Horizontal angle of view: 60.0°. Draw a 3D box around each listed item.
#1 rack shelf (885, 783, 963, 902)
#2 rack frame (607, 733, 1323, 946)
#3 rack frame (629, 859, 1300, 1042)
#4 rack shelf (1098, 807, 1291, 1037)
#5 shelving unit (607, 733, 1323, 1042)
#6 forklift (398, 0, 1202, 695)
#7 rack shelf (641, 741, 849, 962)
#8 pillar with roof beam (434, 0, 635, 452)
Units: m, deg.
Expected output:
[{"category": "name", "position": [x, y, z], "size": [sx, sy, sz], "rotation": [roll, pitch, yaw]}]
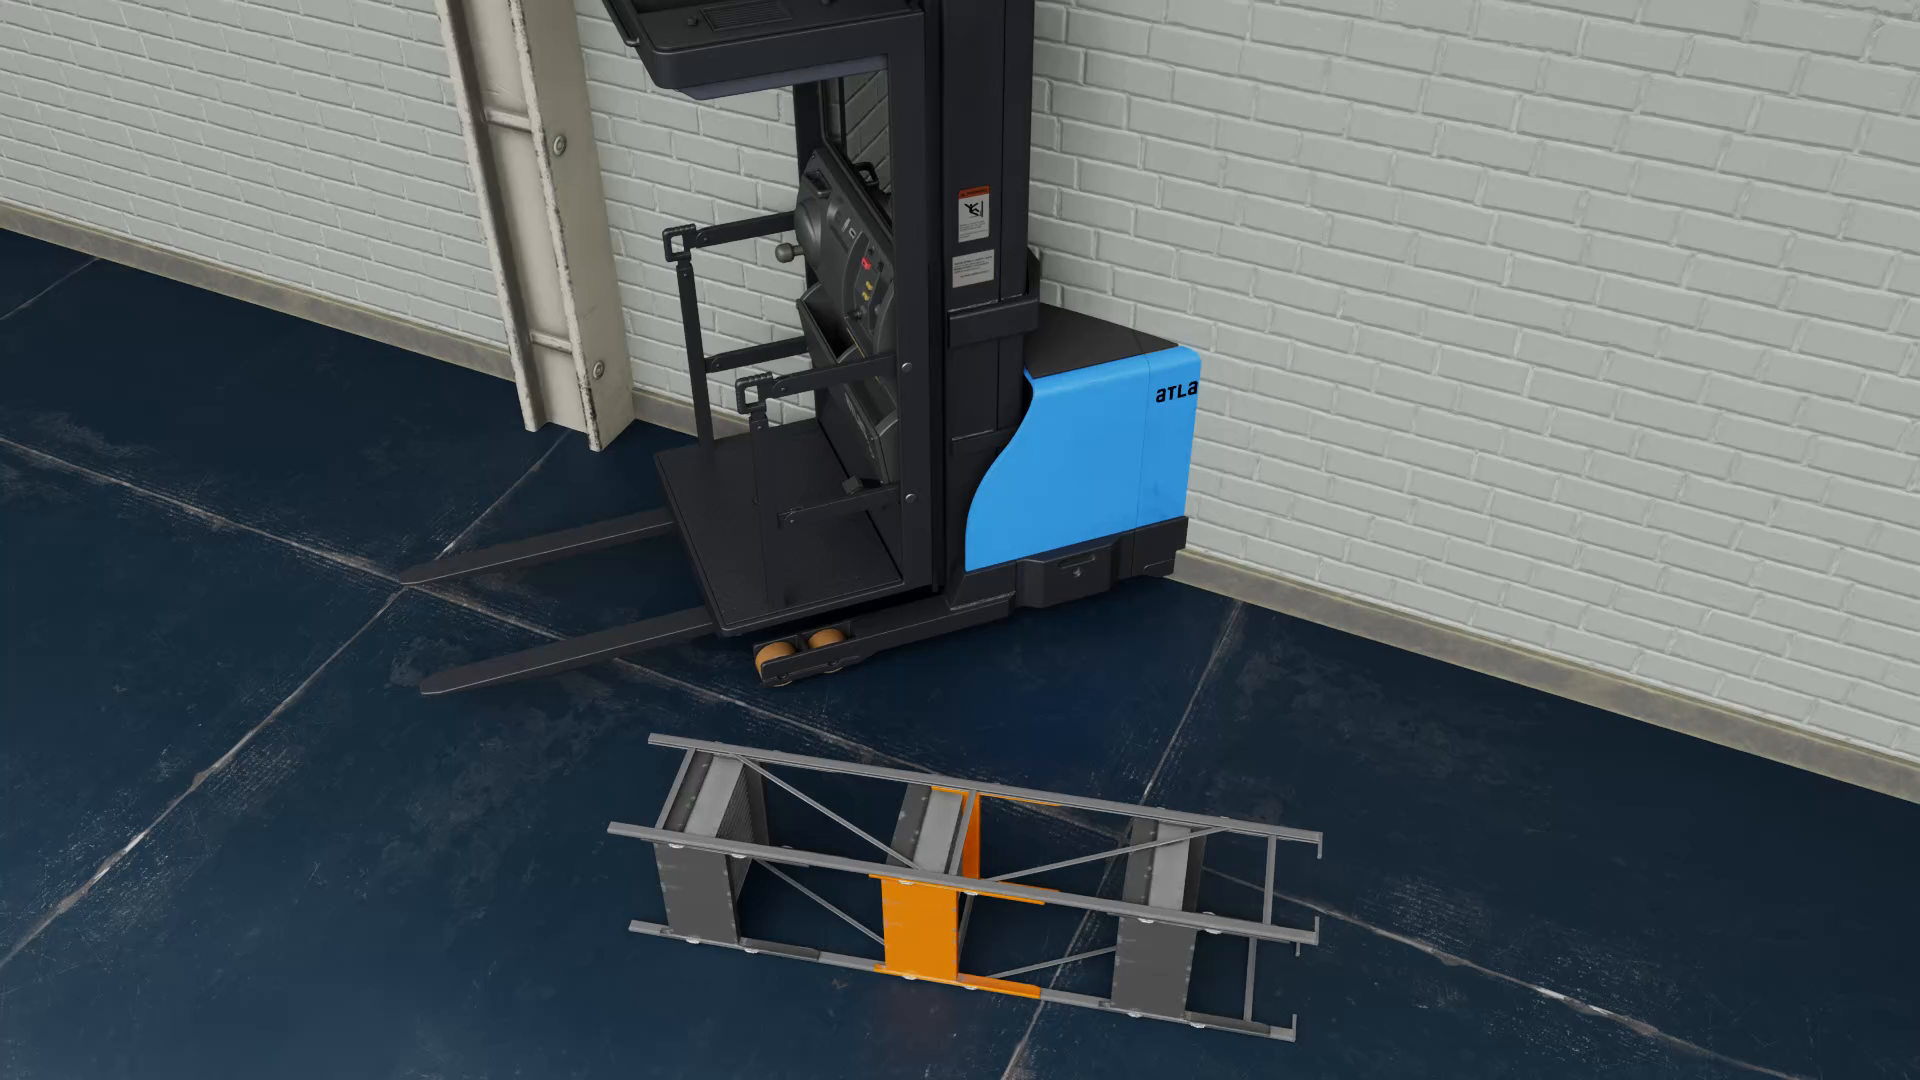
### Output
[{"category": "rack shelf", "position": [-0.107, 1.044, 5.151], "size": [0.174, 0.457, 0.368], "rotation": [7, 41, 8]}, {"category": "rack frame", "position": [0.014, 0.875, 4.973], "size": [2.100, 0.015, 0.400], "rotation": [7, 41, 8]}, {"category": "rack frame", "position": [0.014, 1.244, 5.293], "size": [2.100, 0.015, 0.400], "rotation": [7, 41, 8]}, {"category": "rack shelf", "position": [0.715, 1.149, 5.030], "size": [0.518, 0.480, 0.431], "rotation": [7, 41, 8]}, {"category": "shelving unit", "position": [0.014, 1.060, 5.133], "size": [2.100, 0.503, 0.431], "rotation": [7, 41, 8]}, {"category": "forklift", "position": [-0.583, -0.961, 5.621], "size": [3.031, 2.935, 1.130], "rotation": [-14, 43, -16]}, {"category": "rack shelf", "position": [-0.660, 0.974, 5.232], "size": [0.518, 0.480, 0.431], "rotation": [7, 41, 8]}, {"category": "pillar with roof beam", "position": [-3.491, -1.371, 1.461], "size": [0.400, 9.000, 9.100], "rotation": [17, 44, 19]}]
